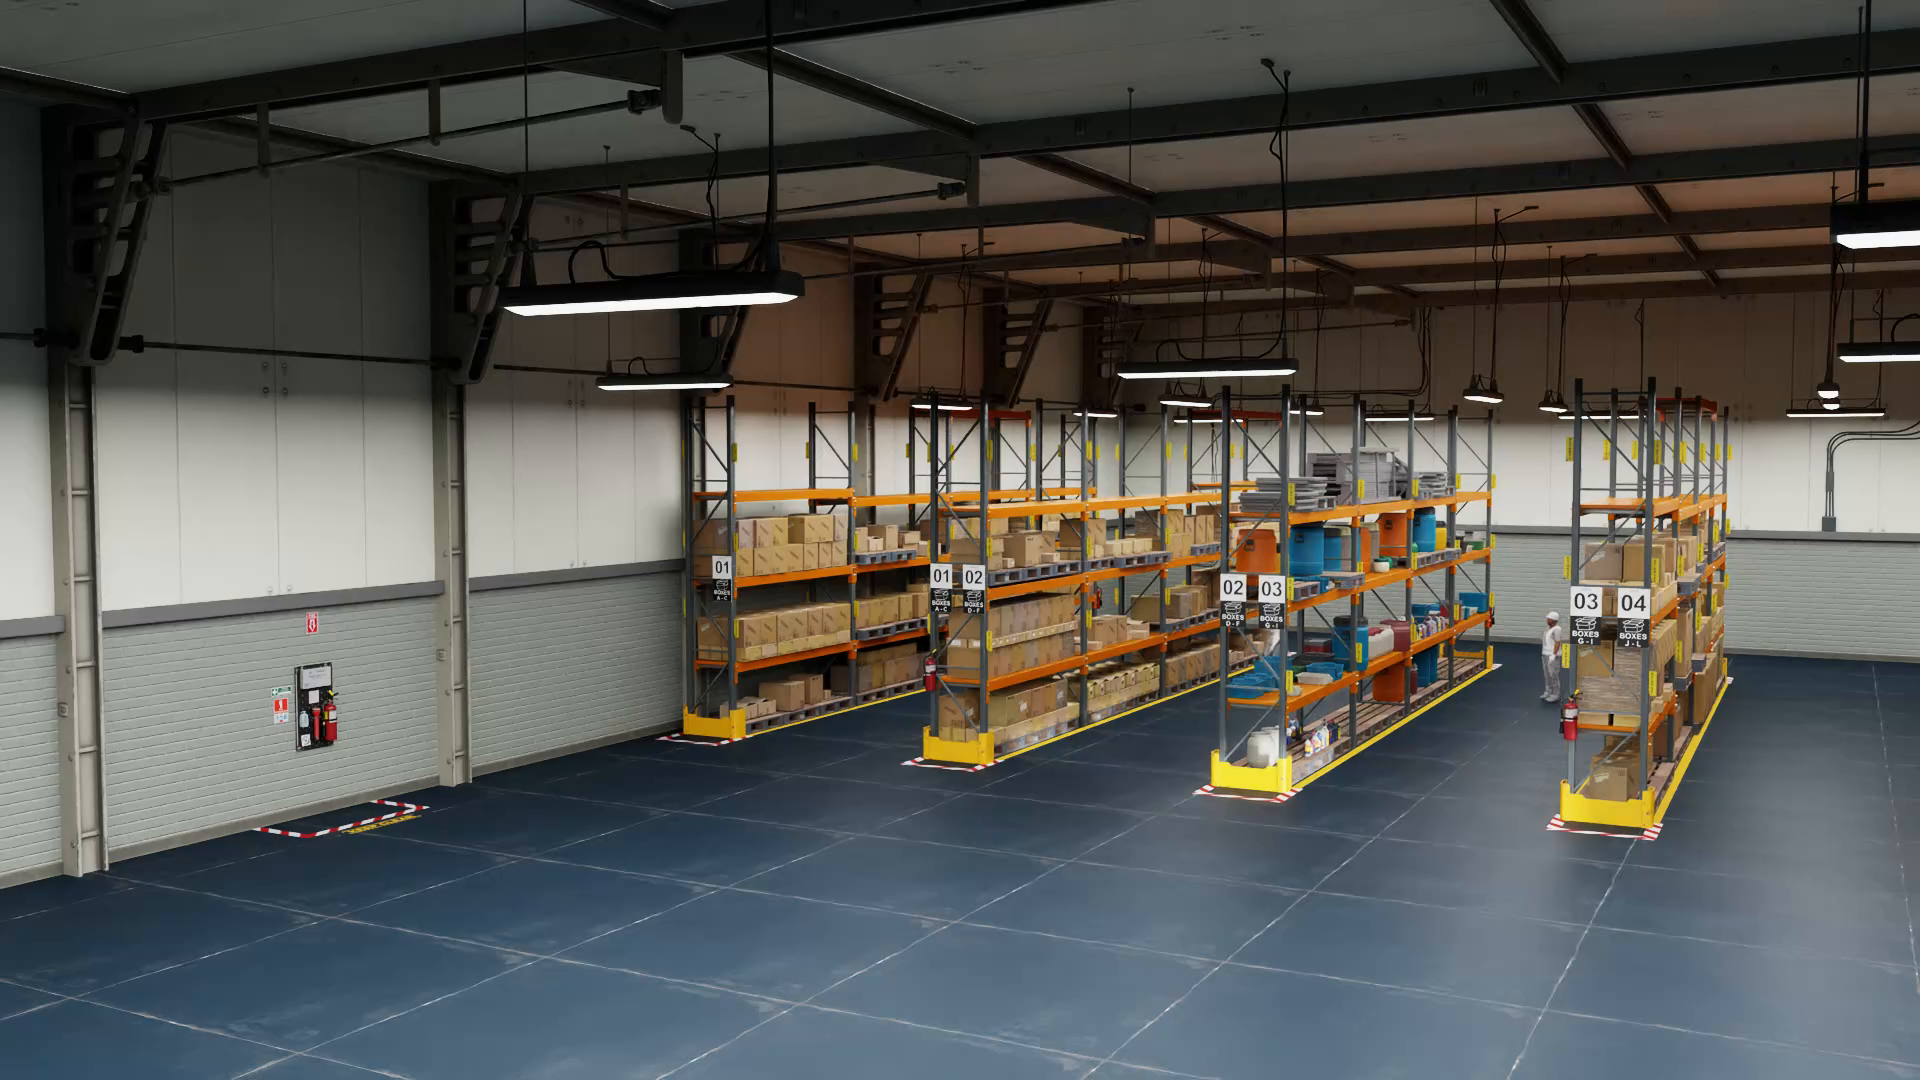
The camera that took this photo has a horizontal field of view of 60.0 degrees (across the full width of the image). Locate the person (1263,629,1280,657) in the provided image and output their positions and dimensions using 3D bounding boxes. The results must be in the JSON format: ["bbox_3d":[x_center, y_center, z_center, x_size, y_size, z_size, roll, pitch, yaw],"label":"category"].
[{"bbox_3d":[6.811,2.279,35.974,0.458,1.704,0.497,-1,3,-20],"label":"person"}]

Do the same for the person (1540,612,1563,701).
[{"bbox_3d":[11.957,2.349,33.618,0.402,1.801,0.592,-1,3,-10],"label":"person"}]
